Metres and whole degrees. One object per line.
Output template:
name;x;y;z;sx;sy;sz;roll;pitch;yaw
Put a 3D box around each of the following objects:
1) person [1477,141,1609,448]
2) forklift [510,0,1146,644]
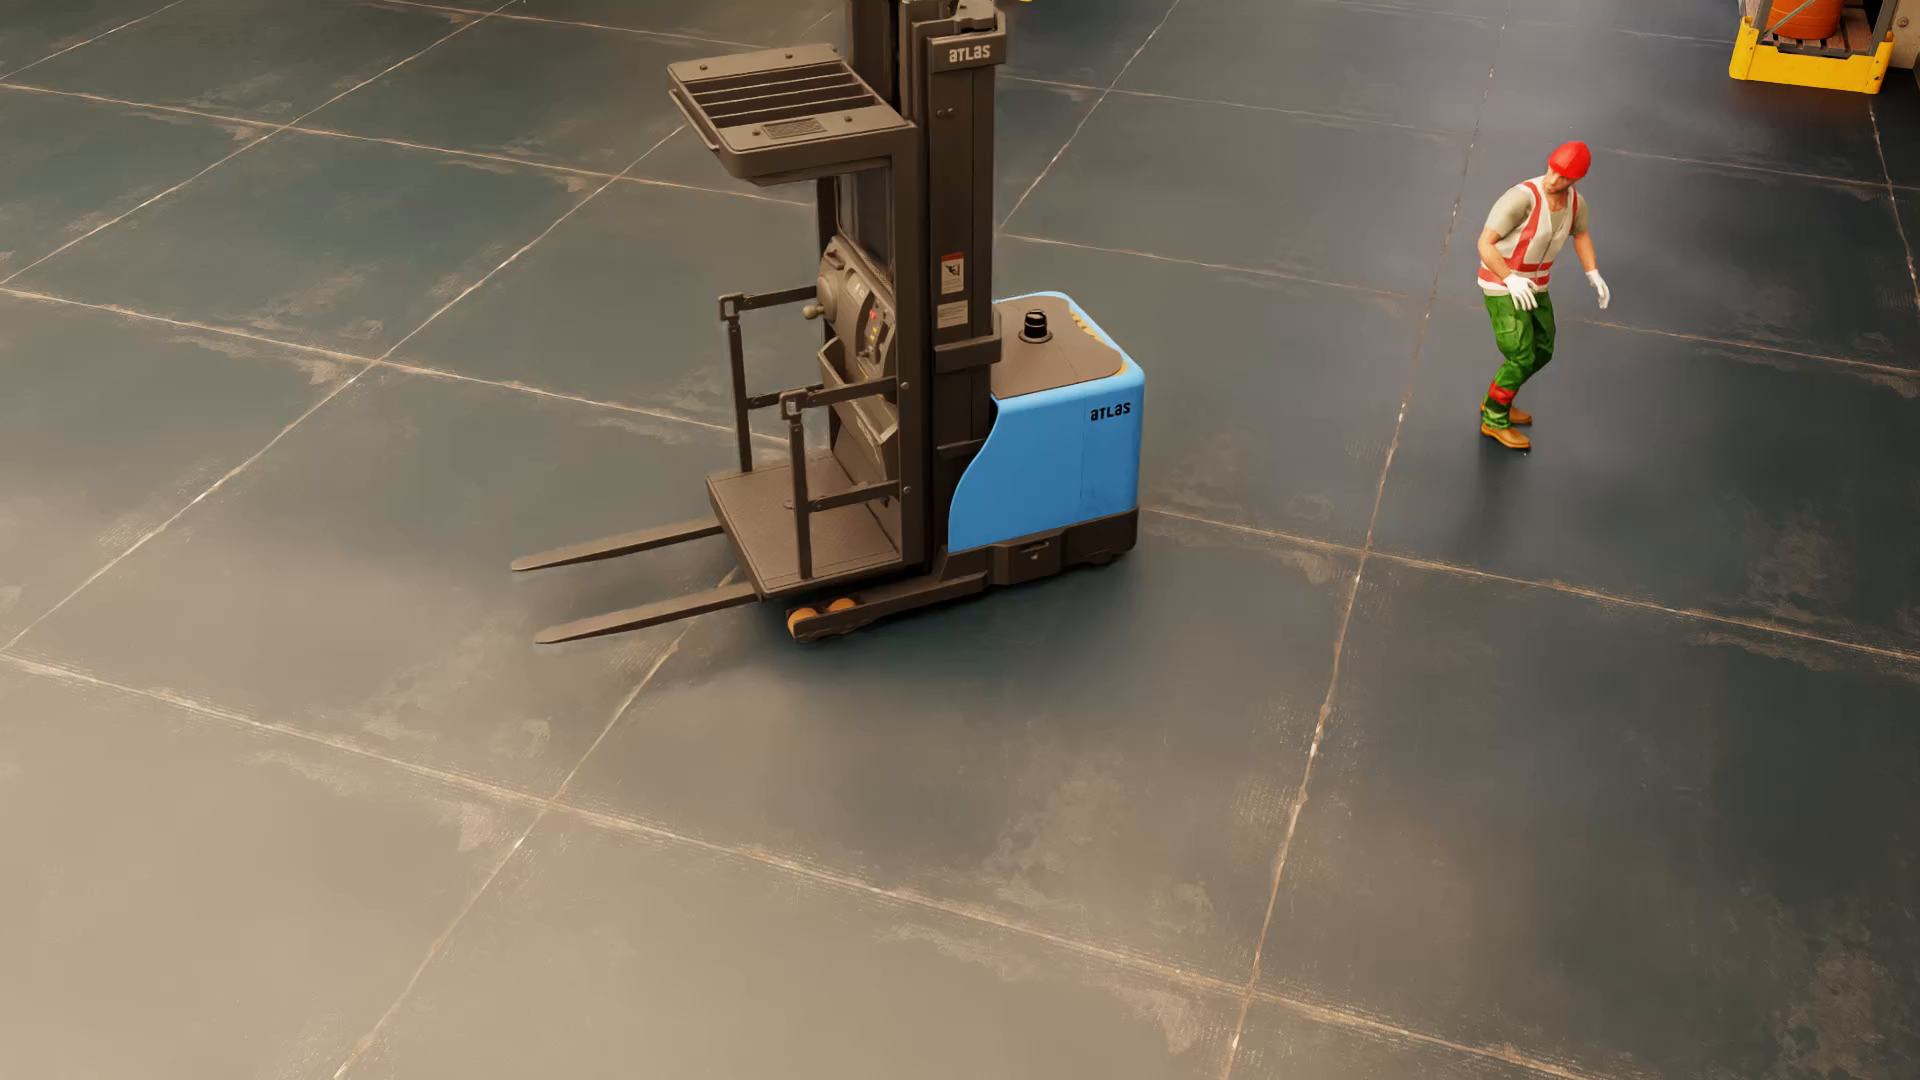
person;3.138;-1.356;9.084;0.763;1.728;0.520;-21;41;-27
forklift;-0.663;-1.051;7.594;3.031;2.935;1.130;-13;37;-18
